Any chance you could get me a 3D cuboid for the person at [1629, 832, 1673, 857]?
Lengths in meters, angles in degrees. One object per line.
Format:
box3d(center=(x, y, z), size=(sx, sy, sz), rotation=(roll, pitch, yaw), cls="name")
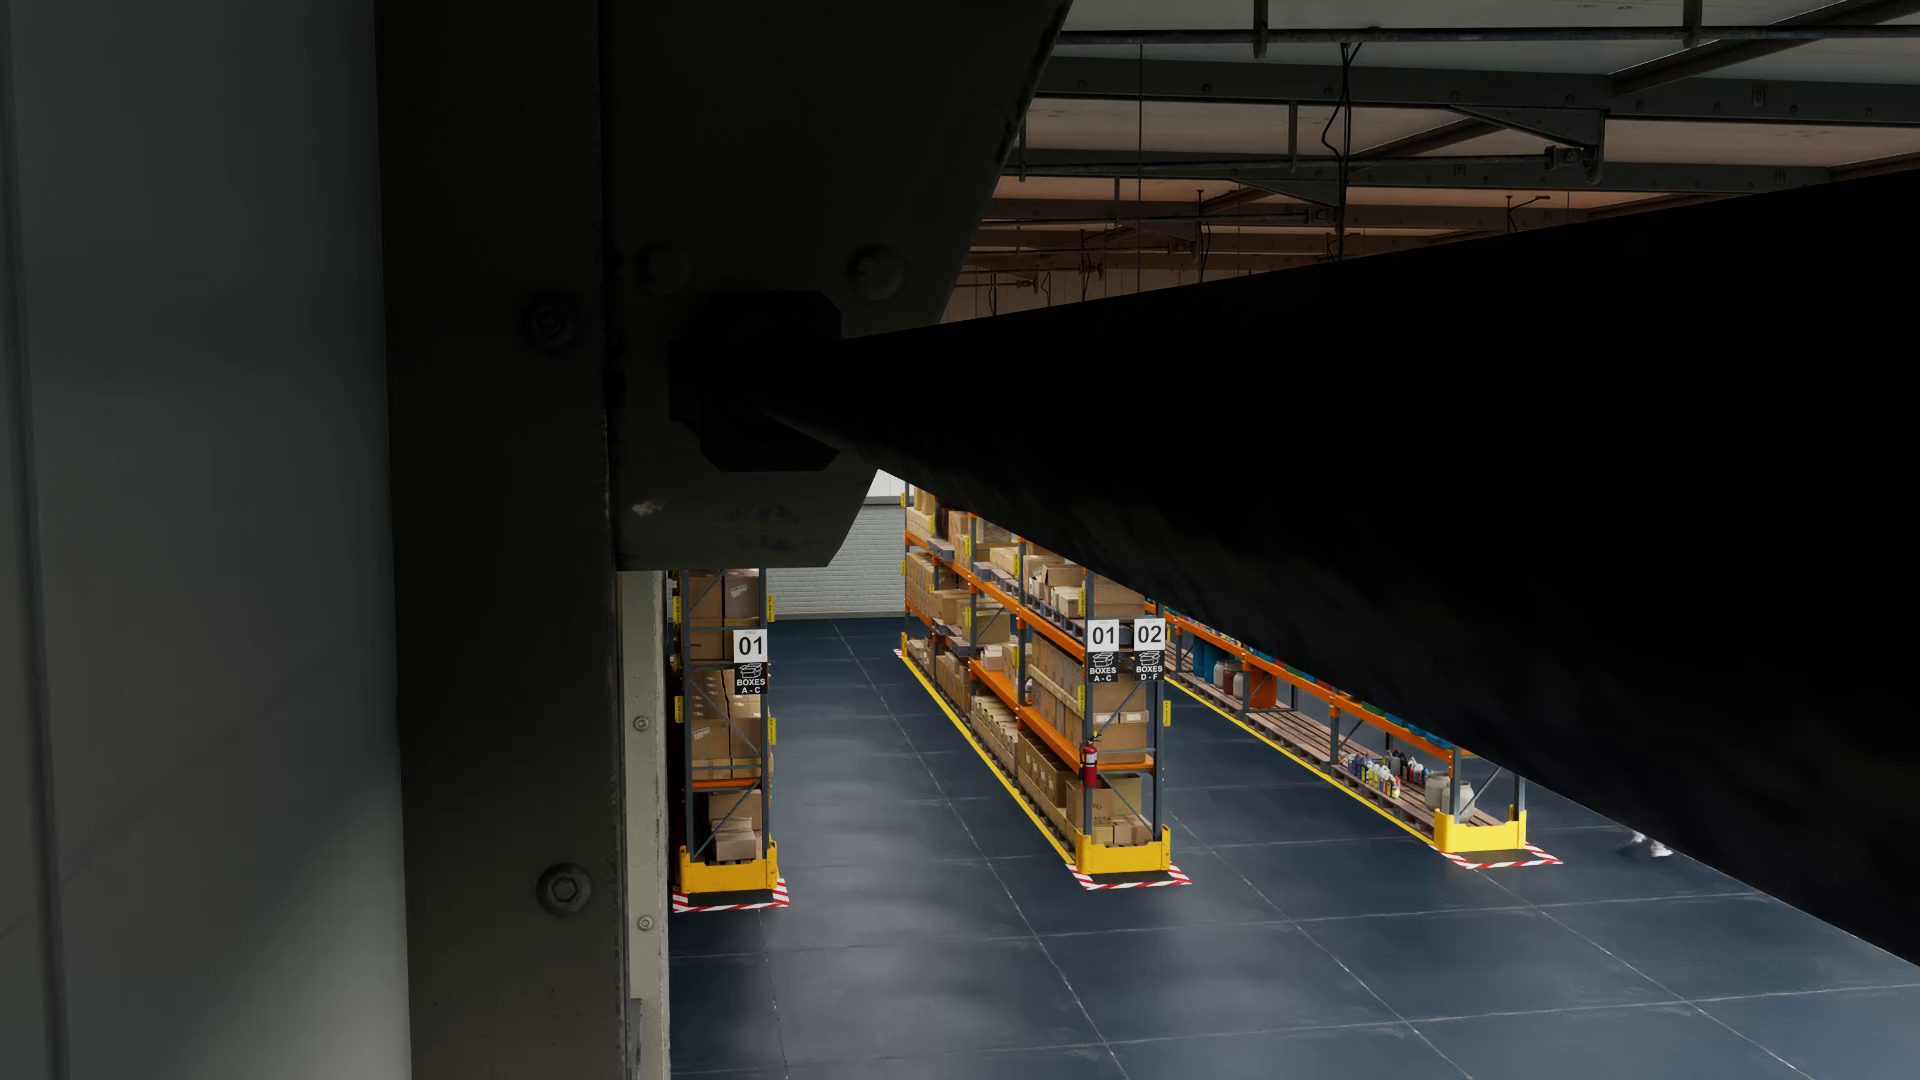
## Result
box3d(center=(9.142, 3.253, 21.561), size=(0.757, 1.705, 0.632), rotation=(-2, 6, -17), cls="person")
